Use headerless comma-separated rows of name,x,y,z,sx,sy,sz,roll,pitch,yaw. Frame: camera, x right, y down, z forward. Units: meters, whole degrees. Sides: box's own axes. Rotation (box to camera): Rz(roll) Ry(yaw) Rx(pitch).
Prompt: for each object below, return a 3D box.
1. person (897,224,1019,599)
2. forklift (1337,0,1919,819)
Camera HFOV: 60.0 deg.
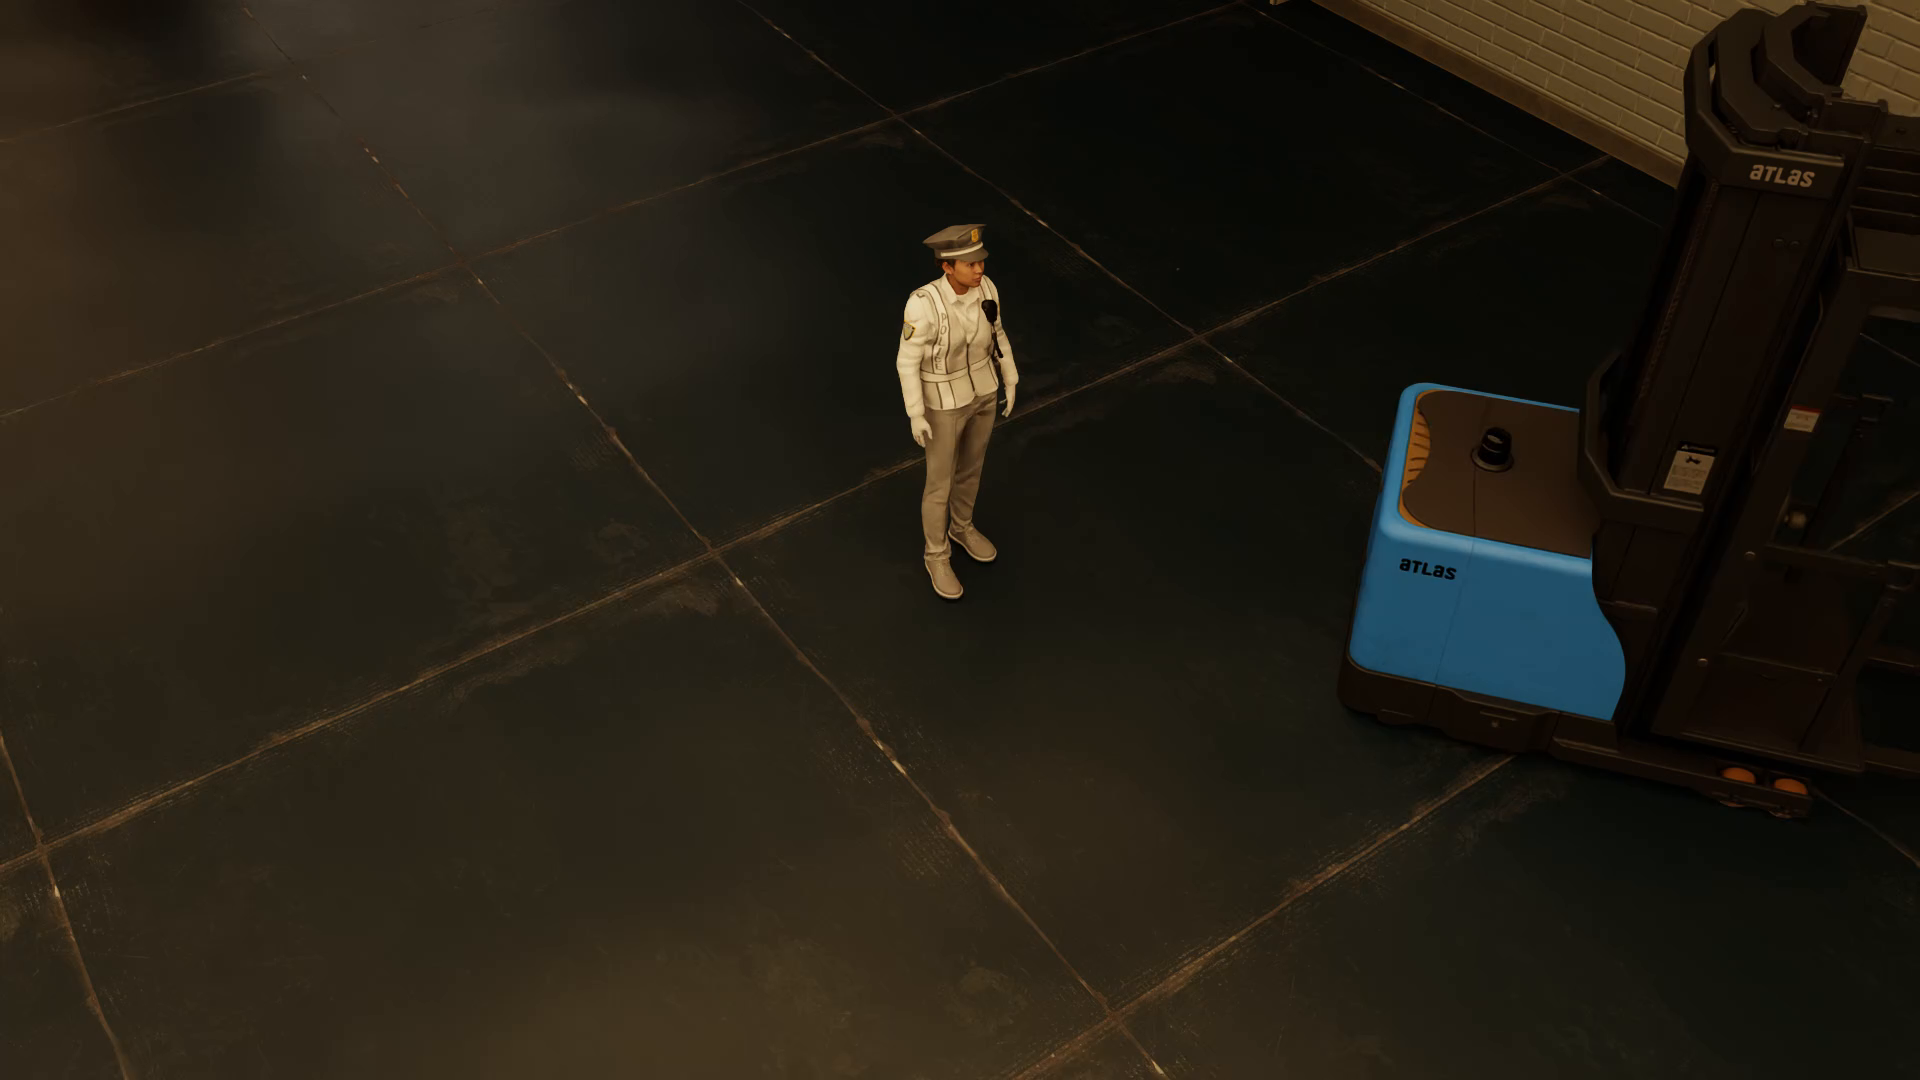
person,0.034,-0.587,7.254,0.586,1.694,0.530,-25,48,-25
forklift,3.179,-0.368,6.115,3.031,2.935,1.130,12,44,12
